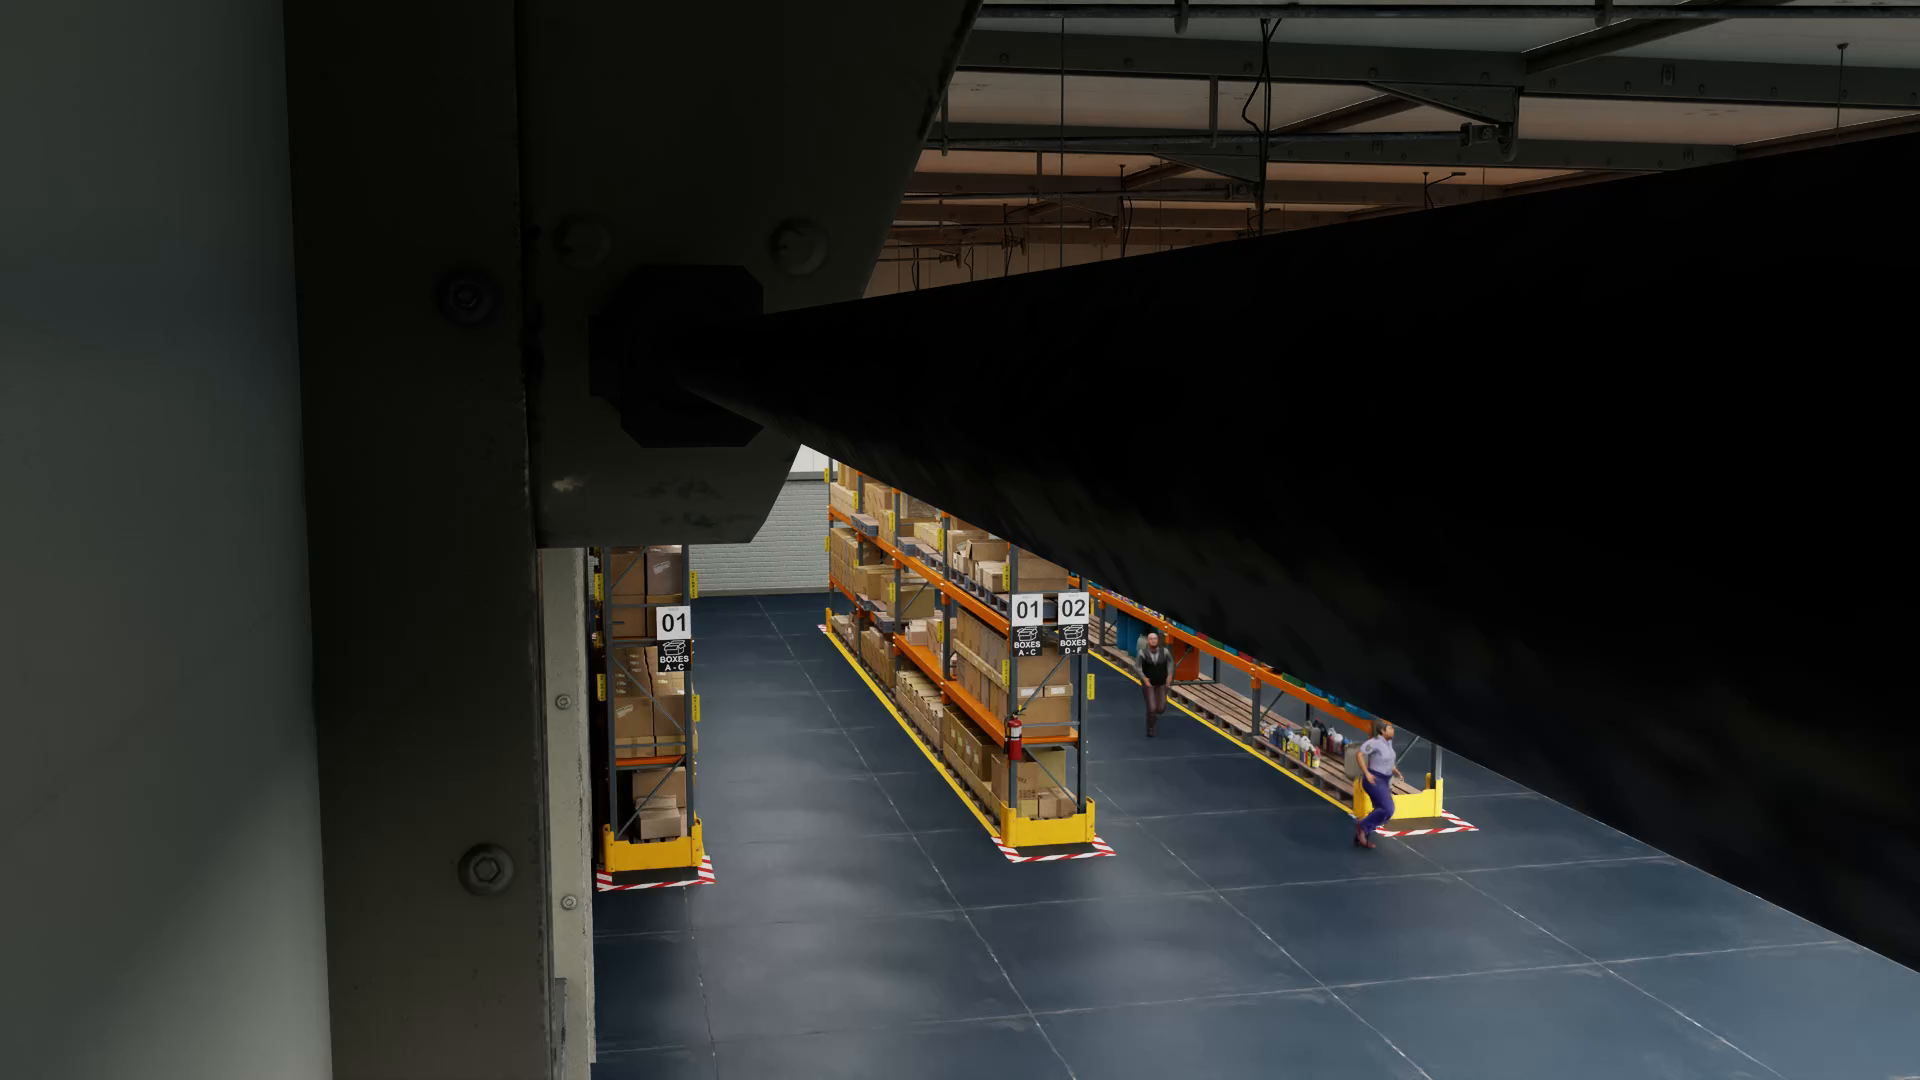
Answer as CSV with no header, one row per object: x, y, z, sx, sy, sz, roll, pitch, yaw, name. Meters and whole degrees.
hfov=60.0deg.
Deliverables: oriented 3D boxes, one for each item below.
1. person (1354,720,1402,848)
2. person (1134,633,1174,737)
5.284,3.106,20.952,0.539,1.502,0.671,4,8,32,person
3.129,2.327,26.799,0.674,1.688,0.653,0,7,-4,person
